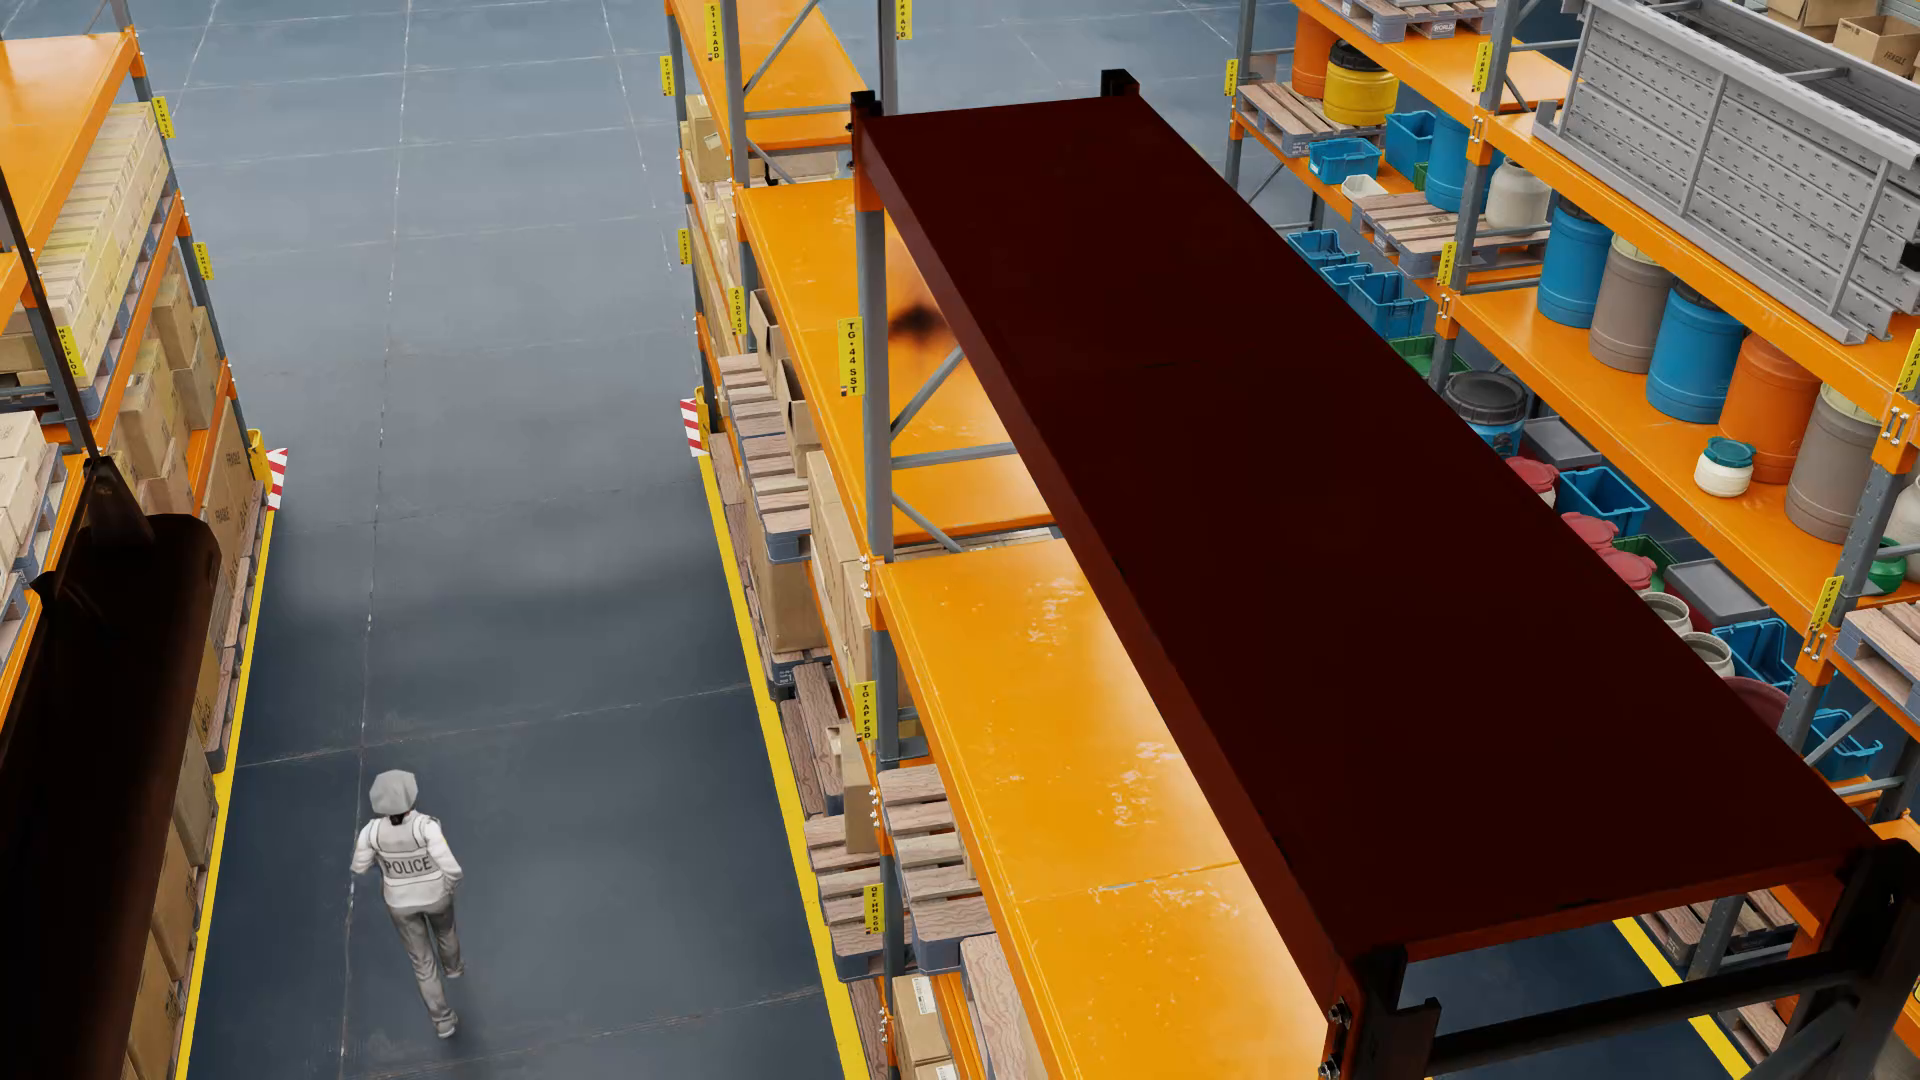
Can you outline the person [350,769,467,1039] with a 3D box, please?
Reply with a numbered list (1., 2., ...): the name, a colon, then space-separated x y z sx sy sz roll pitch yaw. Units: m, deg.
1. person: -2.996 2.010 9.174 0.584 1.773 0.731 -10 36 -14
